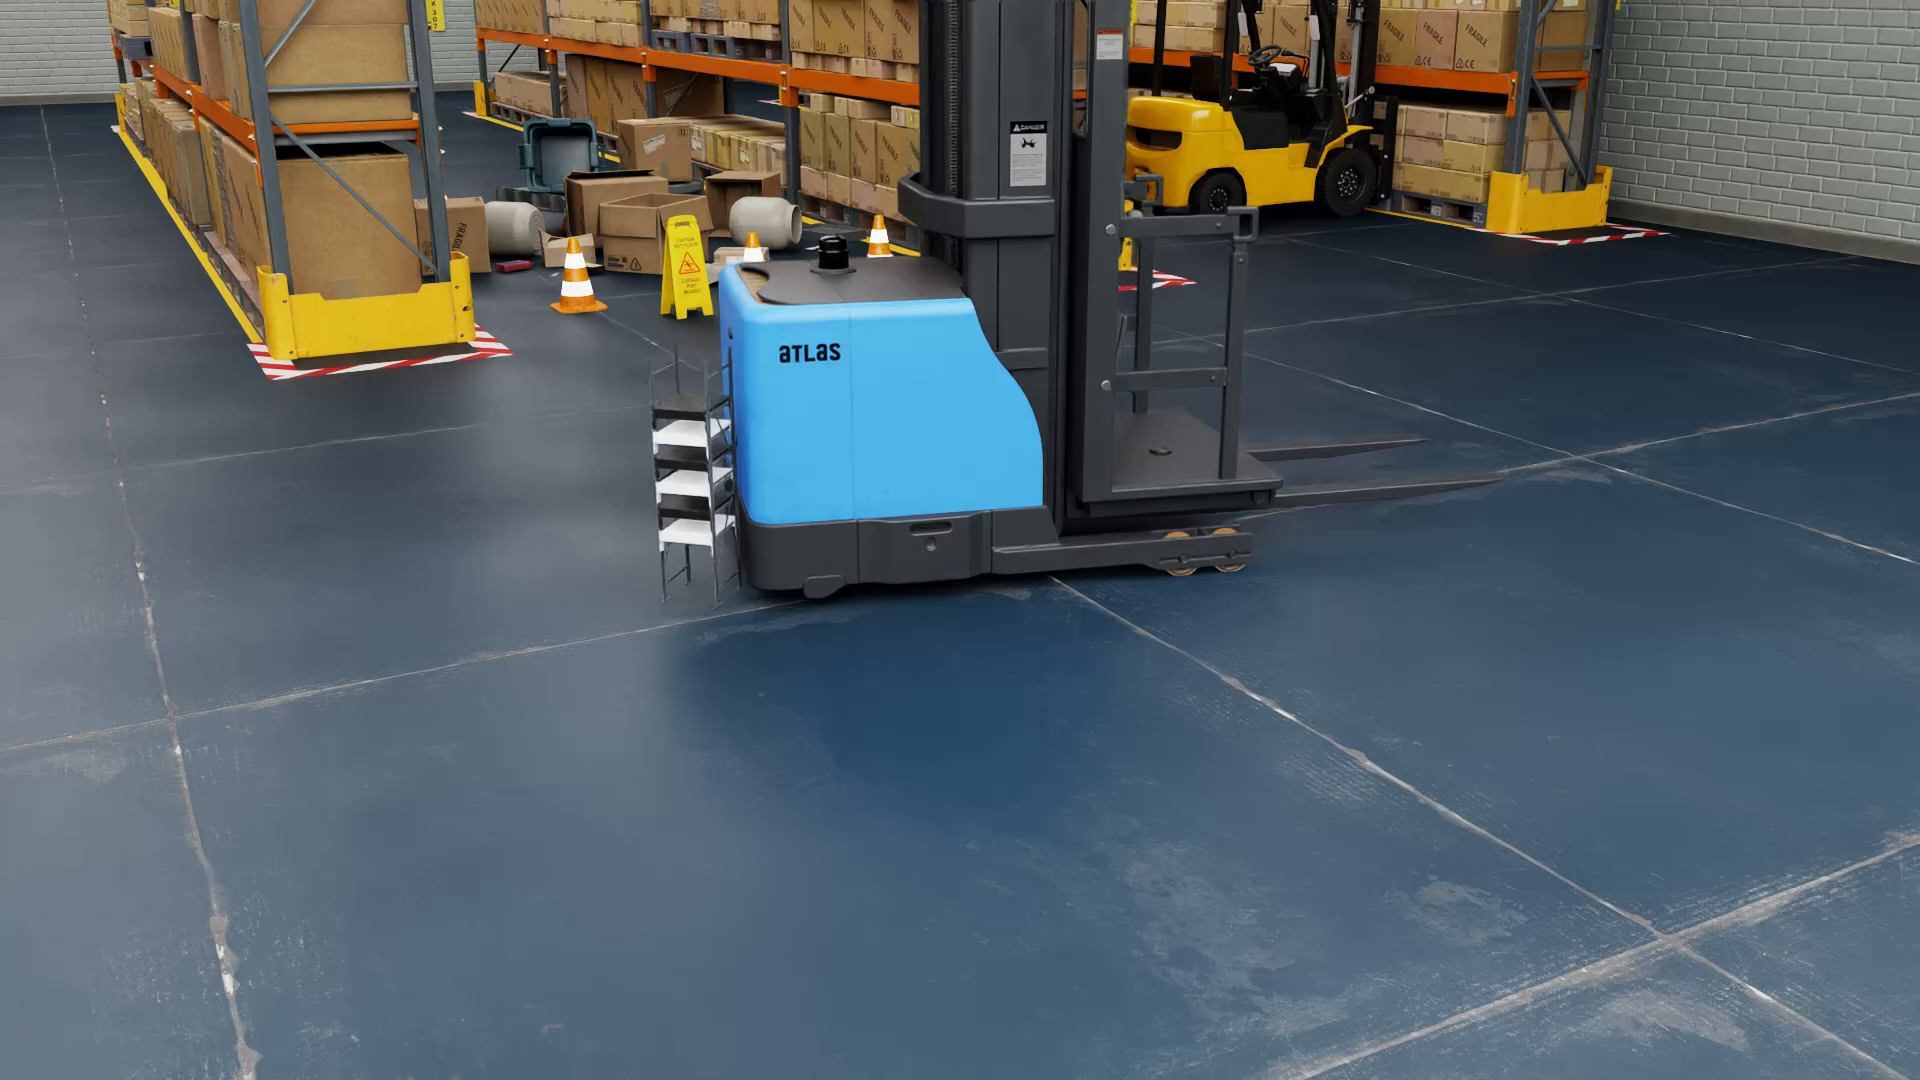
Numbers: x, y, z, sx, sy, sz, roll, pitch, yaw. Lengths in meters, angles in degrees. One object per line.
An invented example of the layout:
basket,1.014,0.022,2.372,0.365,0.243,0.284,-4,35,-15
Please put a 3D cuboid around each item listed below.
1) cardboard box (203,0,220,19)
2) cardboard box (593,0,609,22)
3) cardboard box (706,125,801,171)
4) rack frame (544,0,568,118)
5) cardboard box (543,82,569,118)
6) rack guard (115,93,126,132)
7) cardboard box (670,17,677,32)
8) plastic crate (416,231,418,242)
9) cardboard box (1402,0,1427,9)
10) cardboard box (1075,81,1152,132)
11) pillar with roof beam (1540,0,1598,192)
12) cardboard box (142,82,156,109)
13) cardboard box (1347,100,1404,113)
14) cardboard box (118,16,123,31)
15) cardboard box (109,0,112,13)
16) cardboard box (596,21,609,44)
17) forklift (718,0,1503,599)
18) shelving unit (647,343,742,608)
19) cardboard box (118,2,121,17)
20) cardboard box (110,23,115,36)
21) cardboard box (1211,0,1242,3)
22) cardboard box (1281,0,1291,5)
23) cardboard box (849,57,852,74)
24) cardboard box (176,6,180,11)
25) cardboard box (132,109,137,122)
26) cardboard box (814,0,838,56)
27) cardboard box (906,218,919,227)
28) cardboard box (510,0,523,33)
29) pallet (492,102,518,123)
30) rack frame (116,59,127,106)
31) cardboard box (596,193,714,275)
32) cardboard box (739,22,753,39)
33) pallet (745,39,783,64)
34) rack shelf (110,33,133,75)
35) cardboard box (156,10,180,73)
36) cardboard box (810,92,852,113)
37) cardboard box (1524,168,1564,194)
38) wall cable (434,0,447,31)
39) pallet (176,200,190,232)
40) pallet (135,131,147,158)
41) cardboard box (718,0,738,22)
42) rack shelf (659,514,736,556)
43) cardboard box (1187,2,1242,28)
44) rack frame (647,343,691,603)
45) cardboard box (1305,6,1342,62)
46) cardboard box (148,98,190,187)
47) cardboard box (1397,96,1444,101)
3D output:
cardboard box,-4.548,-3.753,11.022,0.875,0.550,0.500,-10,21,-27
cardboard box,-4.003,-6.249,19.606,0.500,0.250,0.500,-11,22,-28
cardboard box,-2.069,-4.057,17.175,0.950,0.372,0.625,-9,21,-25
rack frame,-4.941,-6.842,21.860,1.000,3.000,0.127,-10,21,-27
cardboard box,-5.144,-6.026,22.780,0.875,0.438,0.875,-10,22,-27
rack guard,-11.112,-5.991,23.227,1.175,0.500,0.348,-10,21,-27
cardboard box,-2.856,-5.479,17.653,0.380,0.149,0.250,-12,22,-30
plastic crate,-4.215,-2.600,13.792,0.450,0.188,0.662,-9,19,5
cardboard box,4.220,-4.872,15.004,0.380,0.149,0.250,-11,22,-28
cardboard box,1.927,-5.172,20.018,0.875,0.625,0.625,-9,21,-25
pillar with roof beam,1.798,-6.675,12.181,9.100,9.000,0.400,-10,21,-27
cardboard box,-8.637,-4.865,18.170,0.500,0.250,0.500,-9,21,-25
cardboard box,3.901,-4.058,15.831,0.500,0.250,0.500,-10,22,-28
cardboard box,-8.725,-5.495,17.698,0.380,0.149,0.250,-11,22,-29
cardboard box,-9.467,-6.082,18.944,0.380,0.149,0.250,-10,21,-26
cardboard box,-3.991,-6.019,19.705,0.500,0.250,0.500,-10,22,-27
forklift,0.624,-1.411,6.227,3.031,2.935,1.130,-4,20,-12
shelving unit,-0.937,-0.228,5.913,0.210,0.900,0.258,5,20,14
cardboard box,-8.599,-5.559,17.429,0.380,0.149,0.250,-9,21,-25
cardboard box,-11.045,-6.780,22.065,0.380,0.149,0.250,-11,22,-28
cardboard box,2.867,-5.733,17.499,0.380,0.149,0.250,-9,21,-25
cardboard box,3.417,-5.392,16.512,0.380,0.149,0.250,-10,21,-27
cardboard box,-0.715,-4.002,14.017,0.380,0.149,0.250,-10,21,-27
cardboard box,-6.415,-4.849,14.398,0.700,0.500,0.500,-10,22,-27
cardboard box,-9.961,-5.229,20.456,0.380,0.149,0.250,-11,22,-29
cardboard box,-0.919,-4.423,14.242,0.500,0.500,0.500,-10,21,-27
cardboard box,-0.102,-2.636,13.244,0.500,0.250,0.500,-10,21,-26
cardboard box,-5.887,-7.271,22.952,0.500,0.500,0.500,-10,22,-27
pallet,-6.392,-6.454,25.013,1.003,0.211,1.213,-10,21,-27
rack frame,-11.148,-7.194,22.882,1.000,3.000,0.127,-10,21,-27
cardboard box,-2.305,-2.329,12.609,0.637,0.503,0.797,7,20,20
cardboard box,-1.893,-4.877,15.907,0.380,0.149,0.250,-10,22,-28
pallet,-1.377,-4.696,15.937,1.003,0.211,1.213,-10,21,-27
rack shelf,-10.199,-6.280,21.336,1.077,0.370,4.000,-10,21,-27
cardboard box,-6.656,-4.341,14.459,0.500,0.500,0.500,-10,22,-27
cardboard box,-1.093,-3.849,14.614,0.380,0.149,0.250,-10,21,-26
cardboard box,5.063,-3.237,14.985,0.500,0.250,0.500,-10,21,-26
wall cable,-9.538,-10.100,29.698,0.585,1.953,0.123,-10,21,-27
pallet,-6.466,-2.992,14.978,1.003,0.211,1.213,-10,21,-27
pallet,-9.599,-4.915,20.552,1.003,0.211,1.213,-10,21,-27
cardboard box,-2.039,-5.320,16.197,0.500,0.500,0.500,-9,21,-25
rack shelf,-0.937,-0.027,5.983,0.200,0.077,0.258,5,20,14
cardboard box,2.767,-5.582,17.673,0.500,0.250,0.500,-10,22,-28
rack frame,-1.035,-0.237,5.937,0.006,0.900,0.240,5,20,14
cardboard box,3.709,-4.902,16.087,0.500,0.500,0.500,-10,22,-27
cardboard box,-7.140,-3.844,15.978,1.050,0.750,0.750,-10,22,-27
cardboard box,4.357,-4.142,16.075,0.500,0.250,0.500,-10,22,-28
